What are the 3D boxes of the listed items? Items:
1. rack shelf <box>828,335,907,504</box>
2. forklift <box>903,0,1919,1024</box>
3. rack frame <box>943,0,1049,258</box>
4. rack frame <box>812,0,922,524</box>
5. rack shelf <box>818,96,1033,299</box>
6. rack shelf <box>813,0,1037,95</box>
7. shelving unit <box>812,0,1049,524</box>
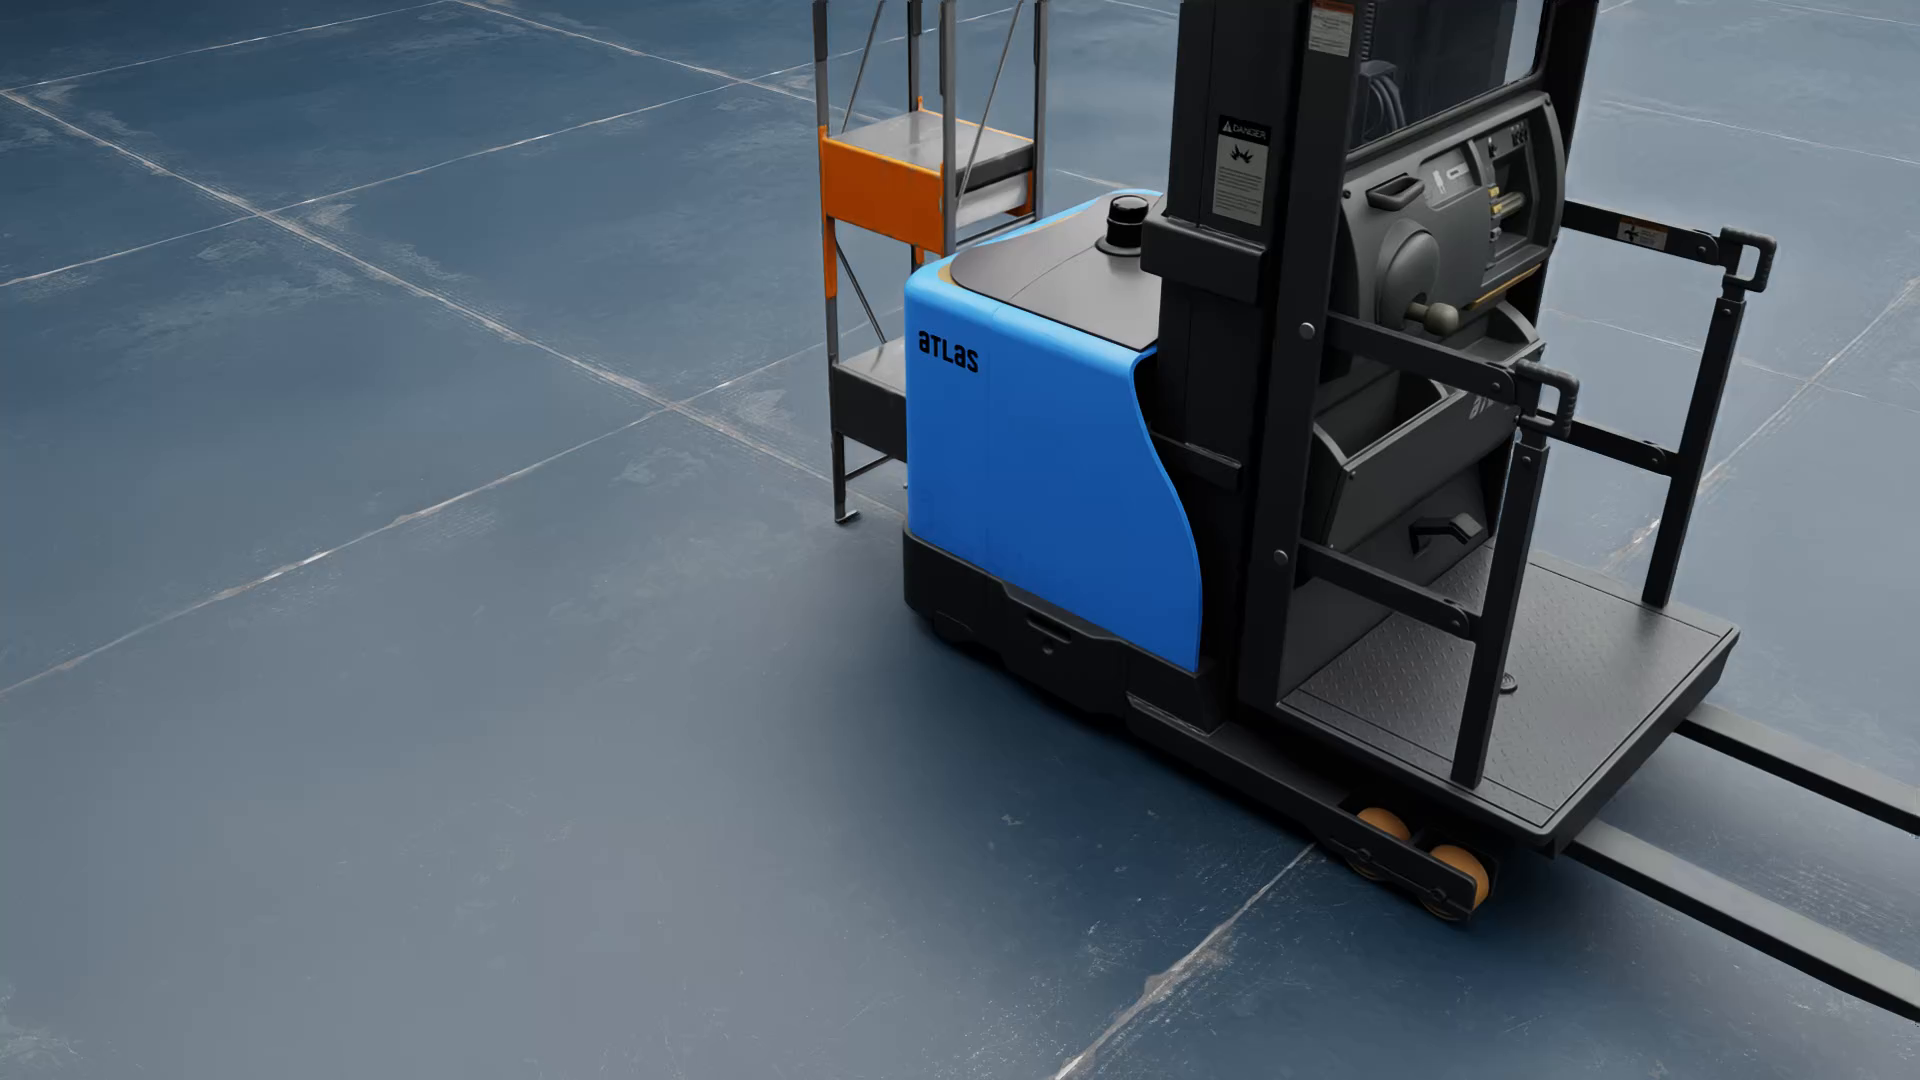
[{"bbox_3d":[-0.082,-0.331,5.148,0.480,0.518,0.431,26,39,36],"label":"rack shelf"},{"bbox_3d":[1.257,-0.693,3.560,3.031,2.935,1.130,26,39,36],"label":"forklift"},{"bbox_3d":[0.097,-0.857,4.637,0.015,2.100,0.400,26,39,36],"label":"rack frame"},{"bbox_3d":[-0.260,-1.029,4.923,0.015,2.100,0.400,26,39,36],"label":"rack frame"},{"bbox_3d":[-0.082,-0.931,4.787,0.480,0.518,0.431,26,39,36],"label":"rack shelf"},{"bbox_3d":[-0.082,-1.531,4.426,0.480,0.518,0.431,26,39,36],"label":"rack shelf"},{"bbox_3d":[-0.082,-0.943,4.780,0.503,2.100,0.431,26,39,36],"label":"shelving unit"}]
